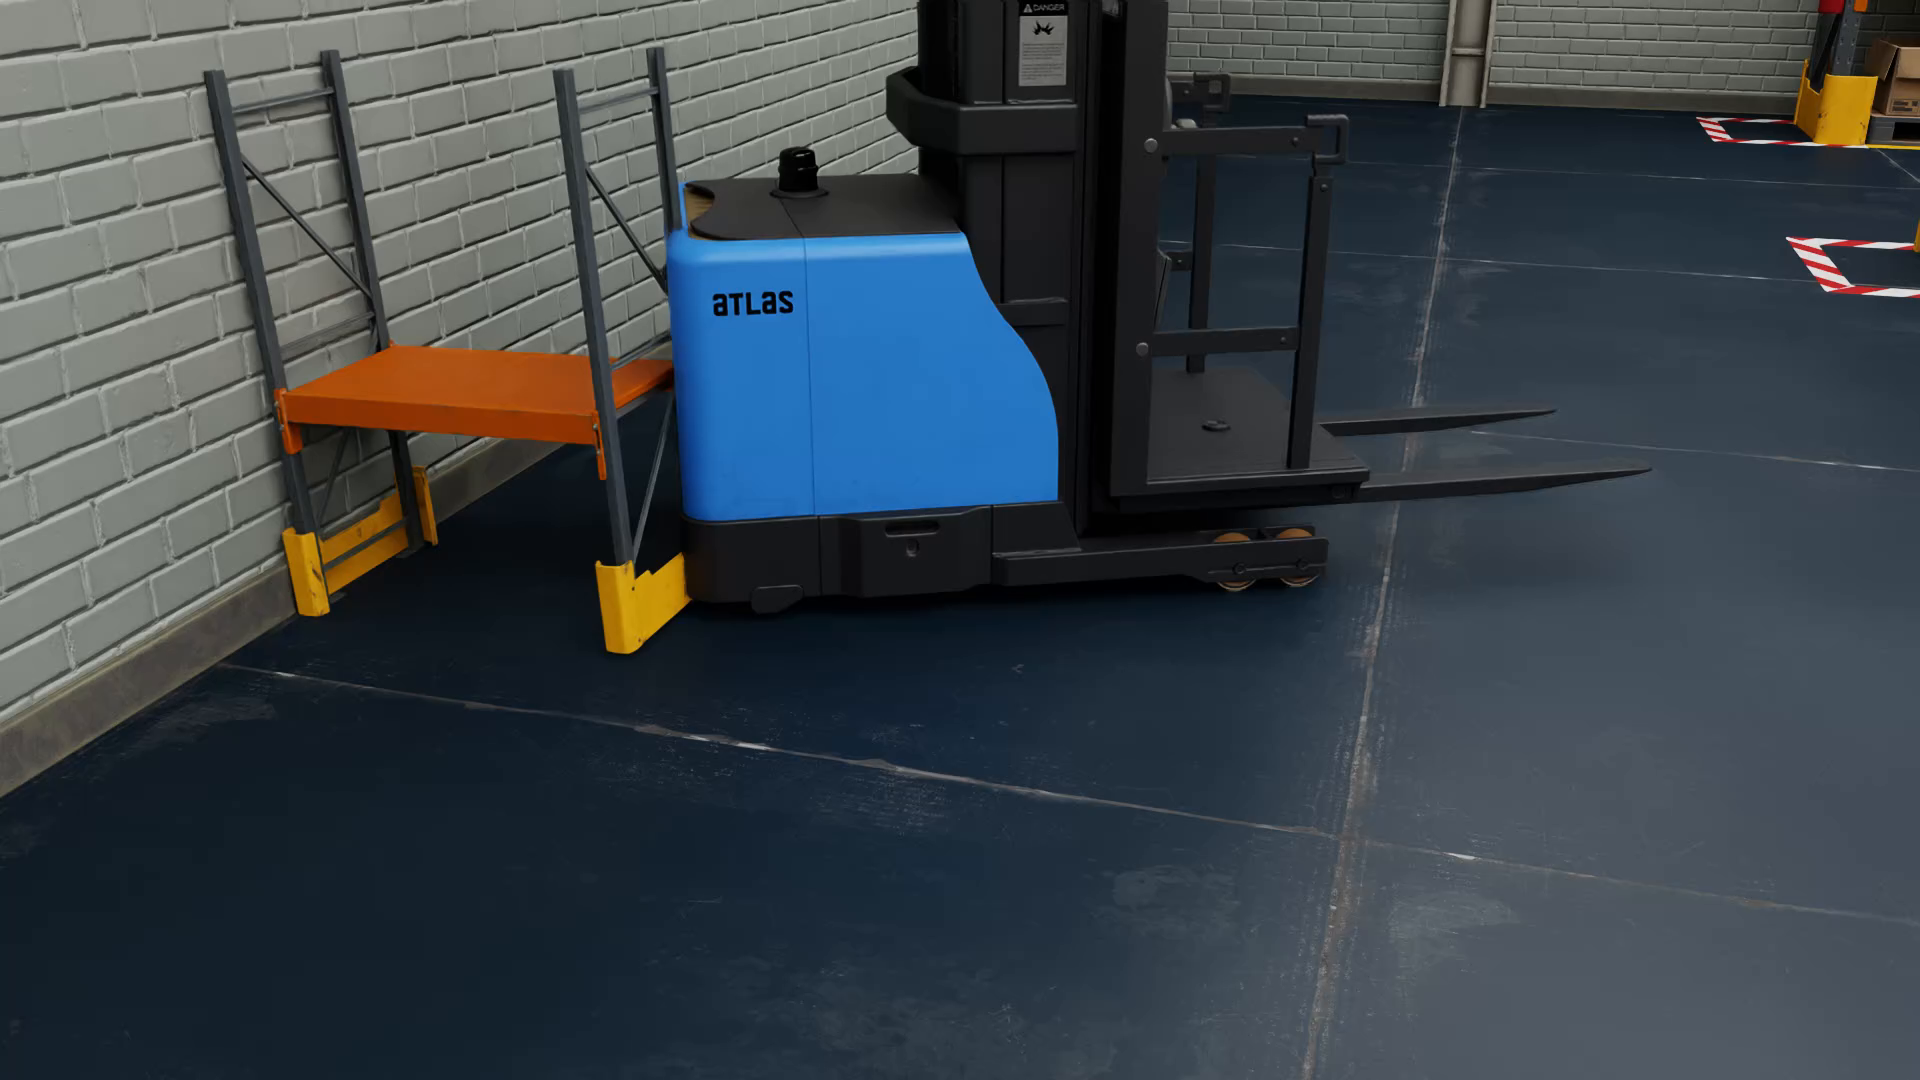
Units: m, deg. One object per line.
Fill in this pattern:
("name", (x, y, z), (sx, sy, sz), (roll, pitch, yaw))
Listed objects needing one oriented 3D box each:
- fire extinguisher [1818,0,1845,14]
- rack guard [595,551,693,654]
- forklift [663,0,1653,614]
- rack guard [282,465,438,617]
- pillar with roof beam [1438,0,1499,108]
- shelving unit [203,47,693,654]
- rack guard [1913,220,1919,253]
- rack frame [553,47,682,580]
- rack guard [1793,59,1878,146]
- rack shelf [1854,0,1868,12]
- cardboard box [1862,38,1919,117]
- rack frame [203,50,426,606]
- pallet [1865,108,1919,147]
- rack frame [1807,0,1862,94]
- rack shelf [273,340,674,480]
("fire extinguisher", (6.451, -4.221, 12.202), (0.183, 0.674, 0.296), (7, 23, 16))
("rack guard", (-0.827, 0.078, 4.641), (0.087, 0.250, 0.587), (5, 23, 18))
("forklift", (0.636, -1.401, 4.823), (3.031, 2.935, 1.130), (-4, 23, -9))
("rack guard", (-1.771, -0.006, 4.947), (0.087, 0.250, 0.587), (5, 23, 18))
("pillar with roof beam", (3.161, -6.416, 9.054), (0.400, 9.000, 9.100), (7, 23, 16))
("shelving unit", (-1.324, -0.543, 4.559), (1.083, 1.500, 0.587), (5, 23, 18))
("rack guard", (5.272, -1.624, 8.570), (0.348, 0.500, 1.175), (7, 23, 16))
("rack frame", (-0.834, -0.499, 4.400), (0.032, 1.500, 0.500), (5, 23, 18))
("rack guard", (6.798, -3.417, 12.941), (0.348, 0.500, 1.175), (7, 23, 16))
("rack shelf", (8.640, -4.029, 12.089), (4.000, 0.370, 1.077), (7, 23, 16))
("cardboard box", (7.284, -3.519, 12.633), (0.637, 0.503, 0.797), (6, 23, 13))
("rack frame", (-1.797, -0.584, 4.712), (0.032, 1.500, 0.500), (5, 23, 18))
("pallet", (7.562, -3.196, 12.783), (1.213, 0.211, 1.003), (7, 23, 16))
("rack frame", (6.725, -4.581, 12.487), (0.127, 3.000, 1.000), (7, 23, 16))
("rack shelf", (-1.308, -0.375, 4.624), (1.000, 0.185, 0.538), (5, 23, 18))
